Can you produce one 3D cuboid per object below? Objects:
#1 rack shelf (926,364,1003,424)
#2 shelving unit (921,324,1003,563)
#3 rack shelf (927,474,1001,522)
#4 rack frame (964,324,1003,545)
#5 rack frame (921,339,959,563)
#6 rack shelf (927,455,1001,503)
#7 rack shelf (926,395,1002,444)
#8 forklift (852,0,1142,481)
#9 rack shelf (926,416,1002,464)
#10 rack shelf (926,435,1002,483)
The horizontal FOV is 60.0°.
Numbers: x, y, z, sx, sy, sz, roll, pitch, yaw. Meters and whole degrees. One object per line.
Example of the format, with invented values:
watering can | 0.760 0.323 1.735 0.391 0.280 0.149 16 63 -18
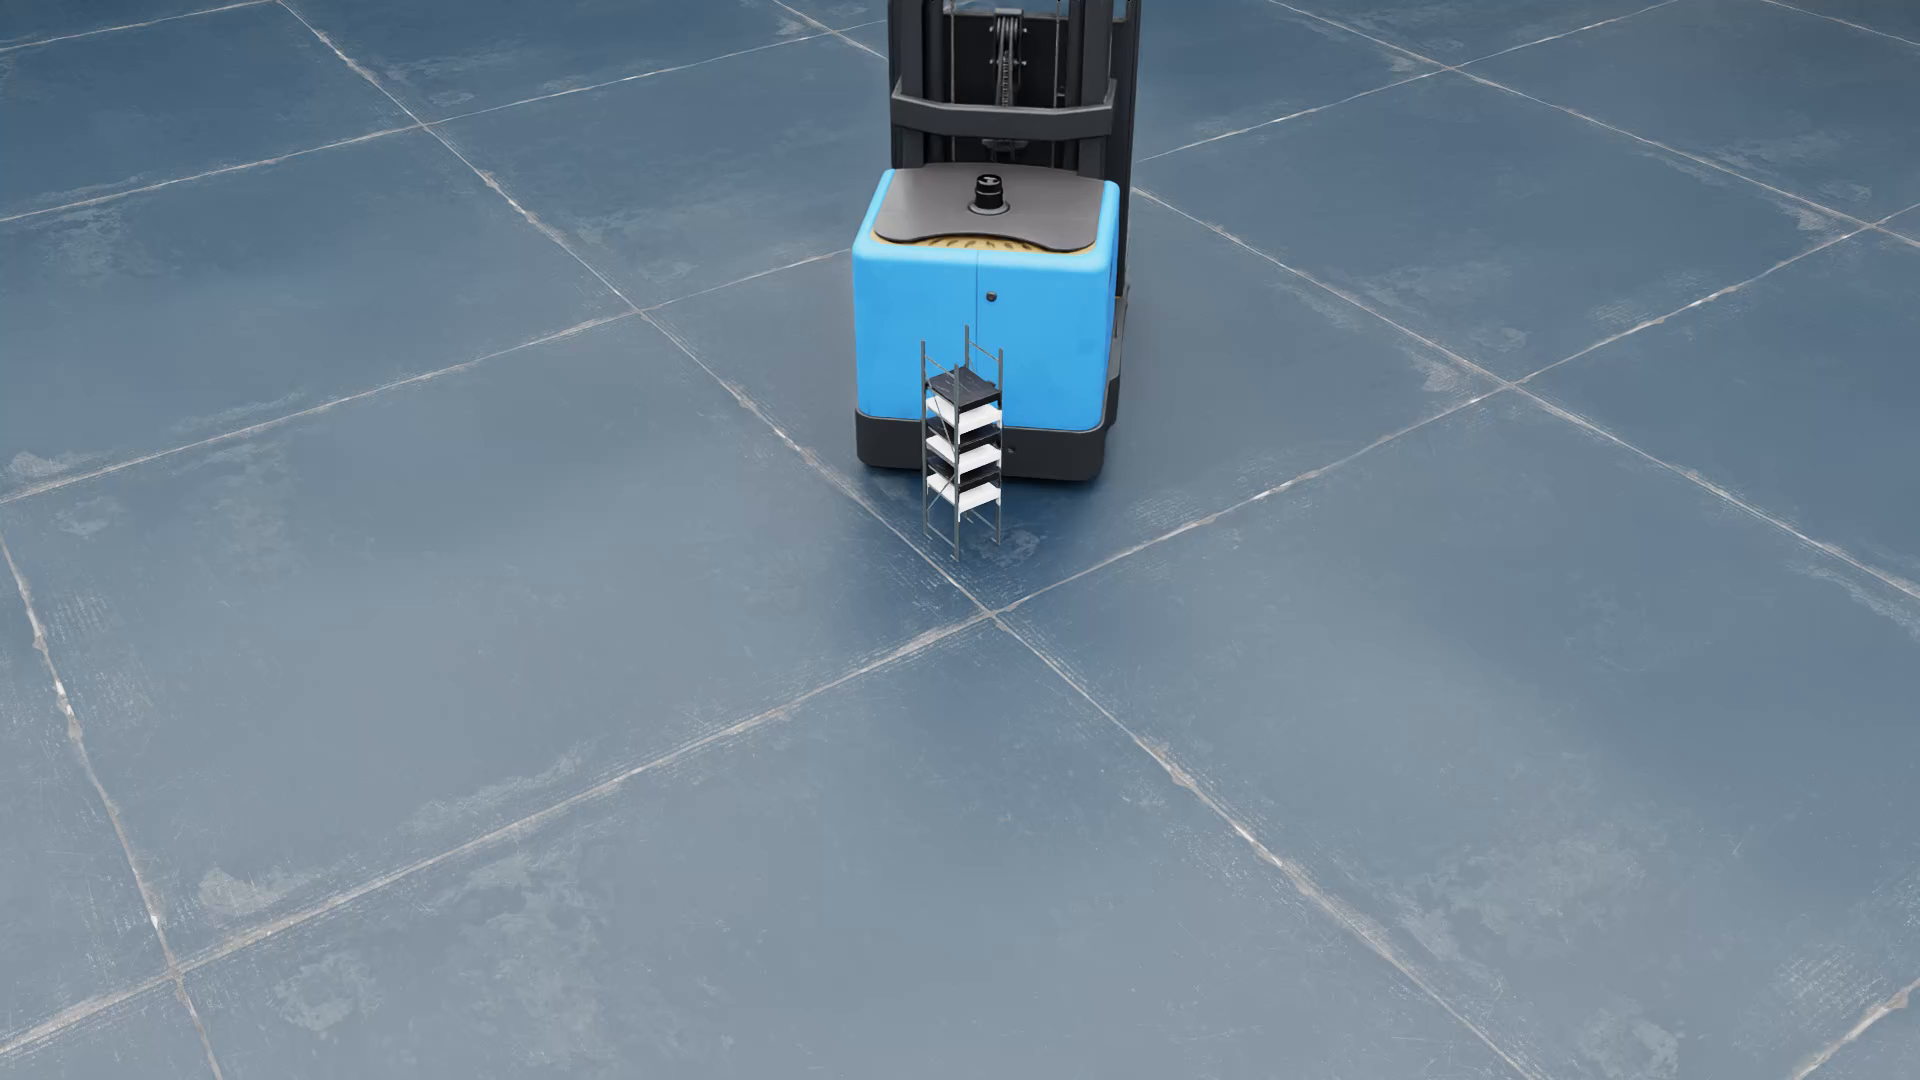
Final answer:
rack shelf | 0.007 -0.560 6.353 0.200 0.077 0.258 -22 41 -28
shelving unit | 0.007 -0.368 6.491 0.210 0.900 0.258 -22 41 -28
rack shelf | 0.007 -0.195 6.616 0.200 0.077 0.258 -22 41 -28
rack frame | 0.090 -0.402 6.539 0.006 0.900 0.240 -22 41 -28
rack frame | -0.076 -0.334 6.443 0.006 0.900 0.240 -22 41 -28
rack shelf | 0.007 -0.268 6.563 0.200 0.077 0.258 -22 41 -28
rack shelf | 0.007 -0.487 6.405 0.200 0.077 0.258 -22 41 -28
forklift | 0.265 -2.287 7.419 1.130 2.935 3.031 4 36 6
rack shelf | 0.007 -0.414 6.458 0.200 0.077 0.258 -22 41 -28
rack shelf | 0.007 -0.341 6.510 0.200 0.077 0.258 -22 41 -28
